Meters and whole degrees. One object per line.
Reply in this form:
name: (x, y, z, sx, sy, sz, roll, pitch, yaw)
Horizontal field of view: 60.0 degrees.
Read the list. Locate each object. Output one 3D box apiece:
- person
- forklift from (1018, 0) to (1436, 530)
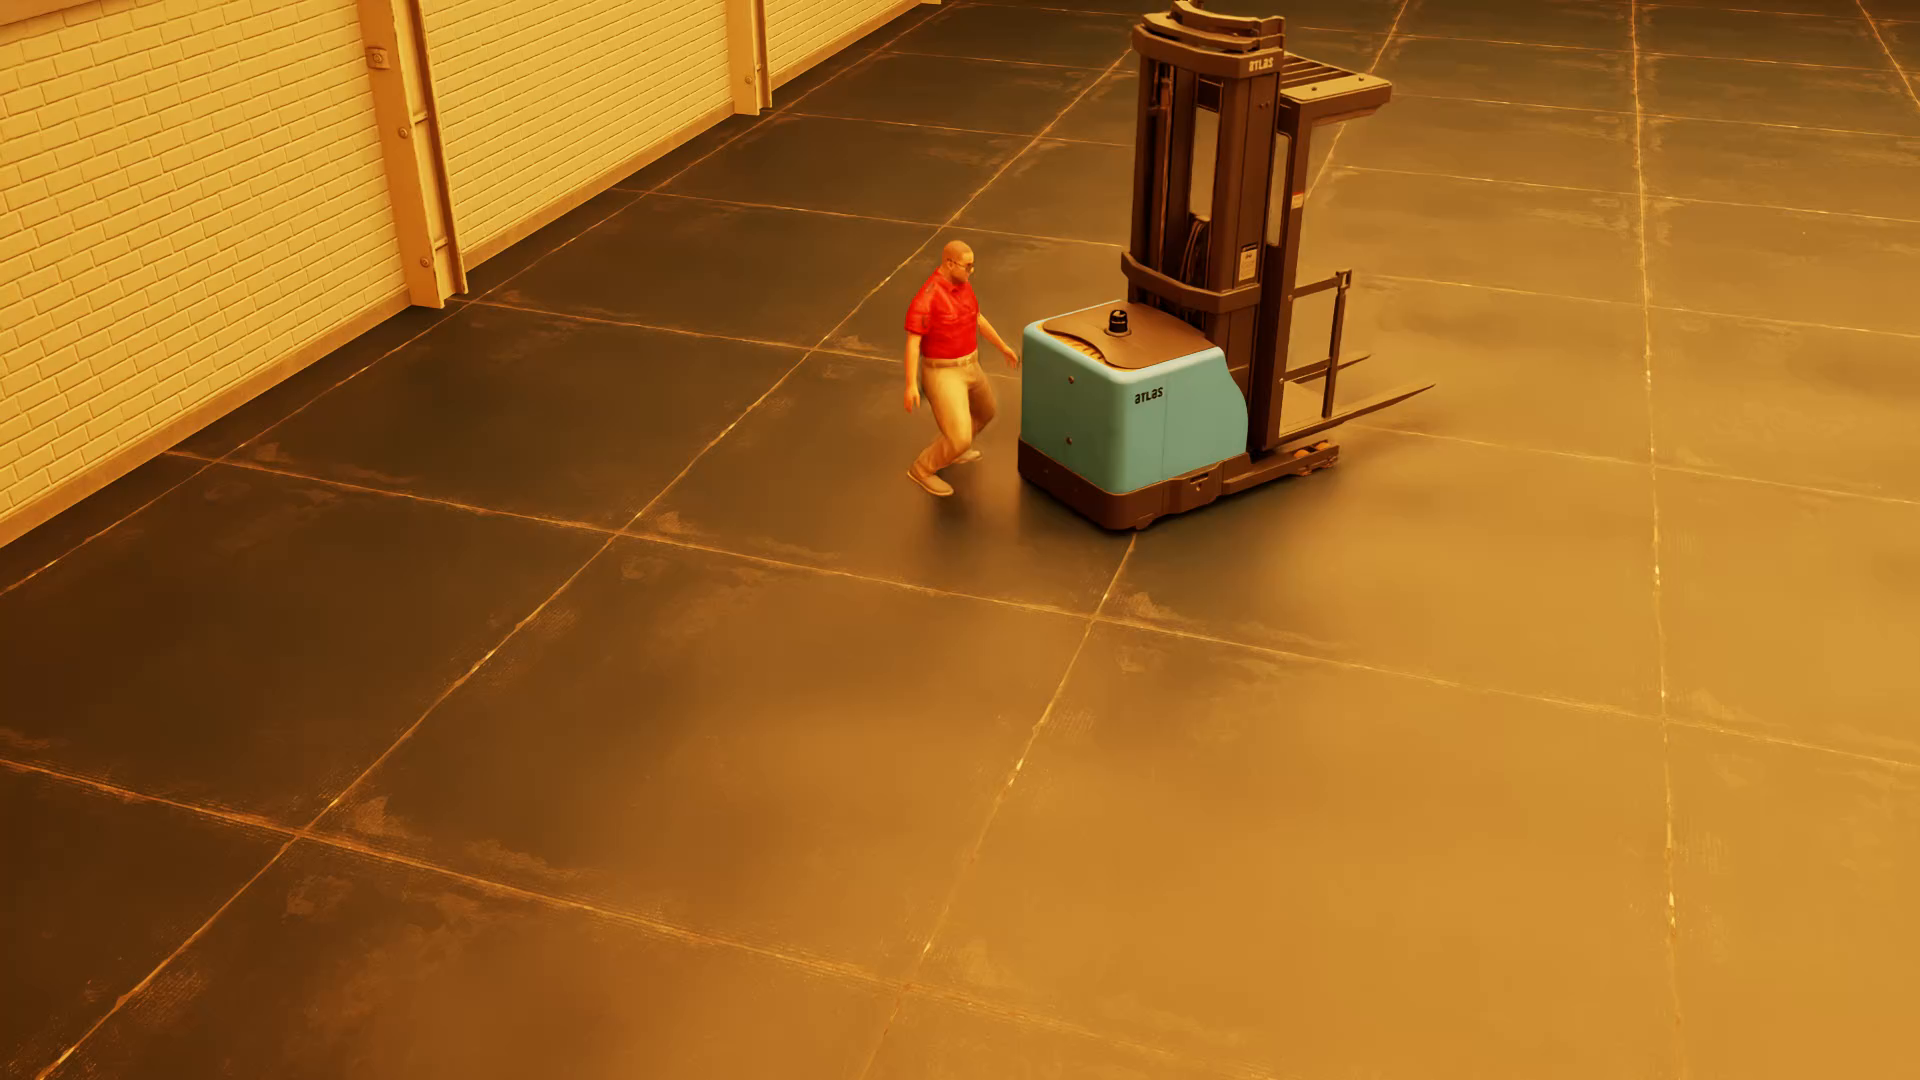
person: (-0.035, -1.060, 10.350, 0.606, 1.628, 0.947, 19, 35, 30)
forklift: (1.877, -1.888, 10.448, 3.031, 2.935, 1.130, -19, 35, -29)
